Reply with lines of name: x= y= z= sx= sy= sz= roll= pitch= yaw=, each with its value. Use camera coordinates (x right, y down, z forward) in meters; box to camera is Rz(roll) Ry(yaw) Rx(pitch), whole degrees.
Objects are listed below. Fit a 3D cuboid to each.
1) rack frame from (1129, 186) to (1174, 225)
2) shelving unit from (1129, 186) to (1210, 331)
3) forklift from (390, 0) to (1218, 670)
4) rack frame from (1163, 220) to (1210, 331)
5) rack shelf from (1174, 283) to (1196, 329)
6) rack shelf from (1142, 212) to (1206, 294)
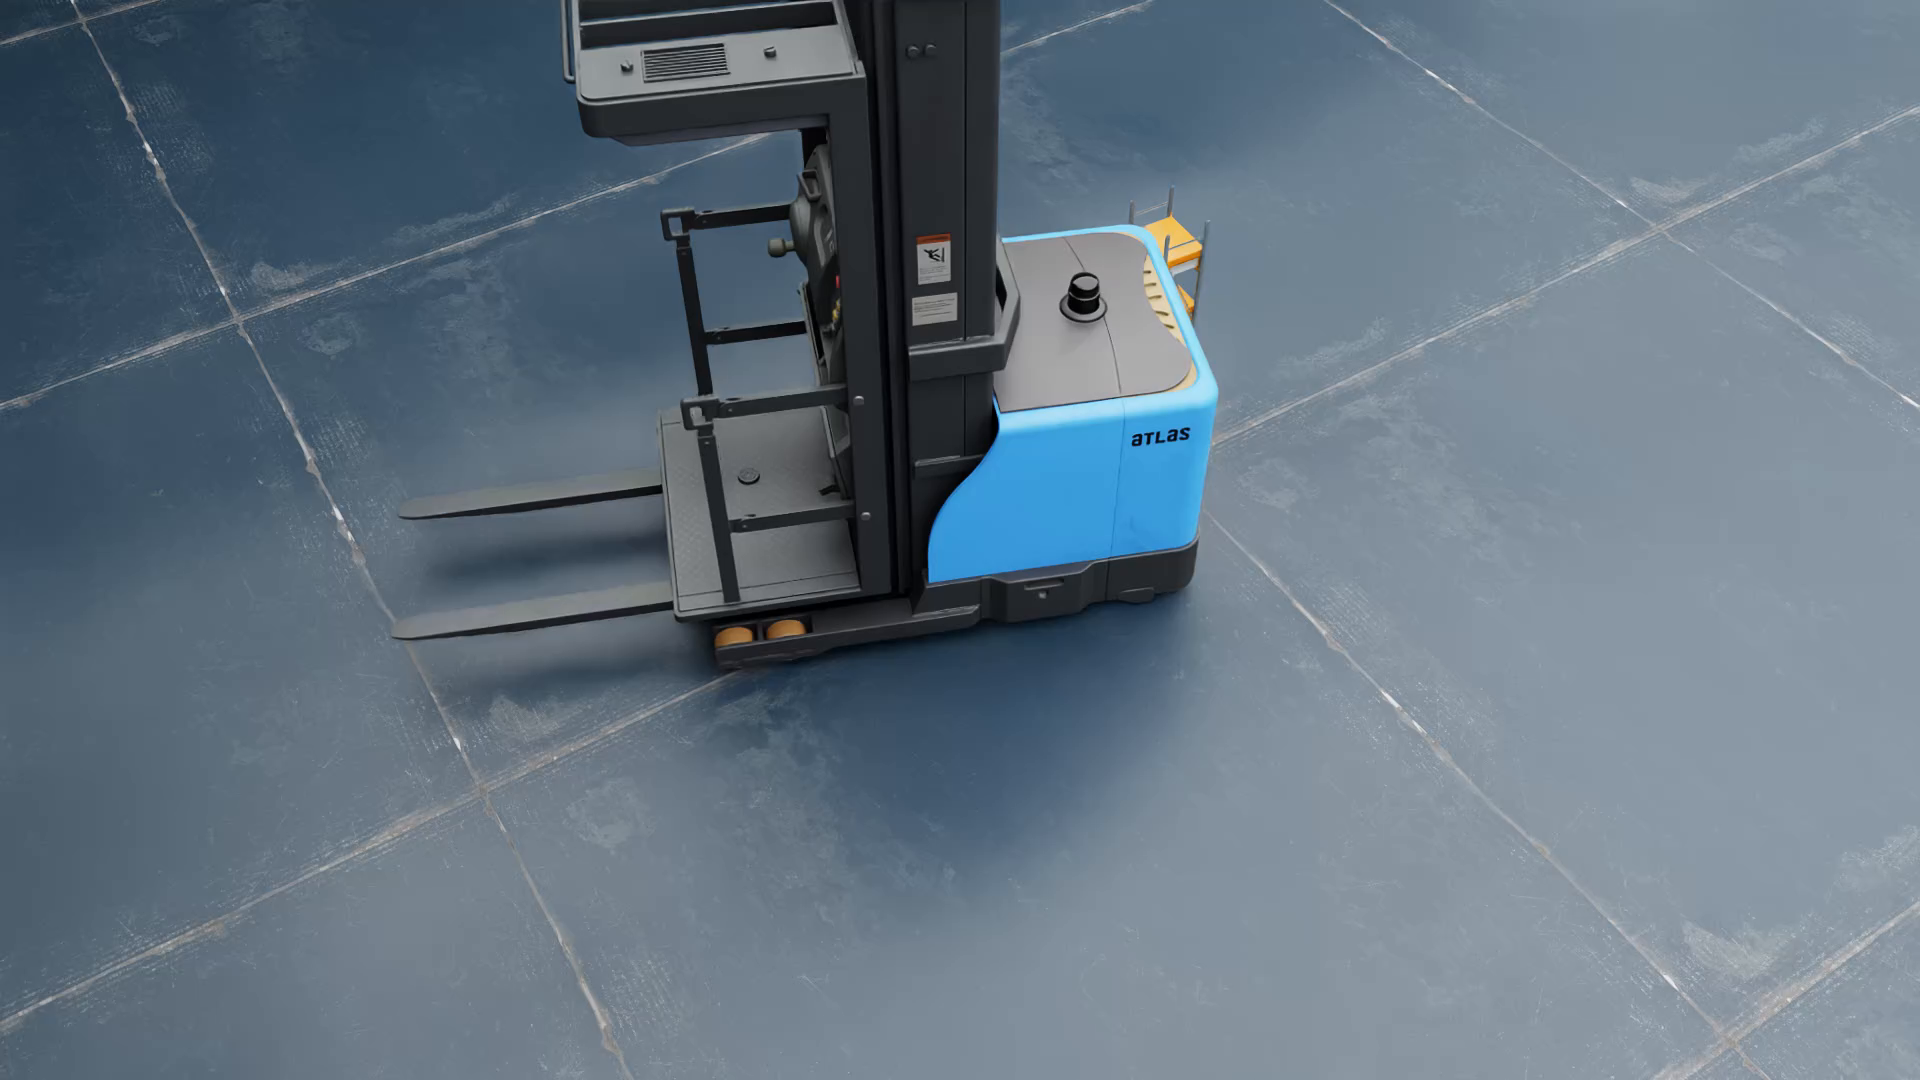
rack frame: x=0.753 y=-1.002 z=6.885 sx=0.200 sy=1.050 sz=0.008 roll=-23 pitch=52 yaw=-19
shelving unit: x=0.812 y=-0.923 z=6.814 sx=0.215 sy=1.050 sz=0.252 roll=-23 pitch=52 yaw=-19
forklift: x=-0.655 y=-0.922 z=5.554 sx=3.031 sy=2.935 sz=1.130 roll=-8 pitch=49 yaw=-7
rack frame: x=0.871 y=-0.843 z=6.743 sx=0.200 sy=1.050 sz=0.008 roll=-23 pitch=52 yaw=-19
rack shelf: x=0.812 y=-0.916 z=6.822 sx=0.215 sy=0.259 sz=0.240 roll=-23 pitch=52 yaw=-19
rack shelf: x=0.812 y=-1.104 z=6.610 sx=0.215 sy=0.259 sz=0.240 roll=-23 pitch=52 yaw=-19
